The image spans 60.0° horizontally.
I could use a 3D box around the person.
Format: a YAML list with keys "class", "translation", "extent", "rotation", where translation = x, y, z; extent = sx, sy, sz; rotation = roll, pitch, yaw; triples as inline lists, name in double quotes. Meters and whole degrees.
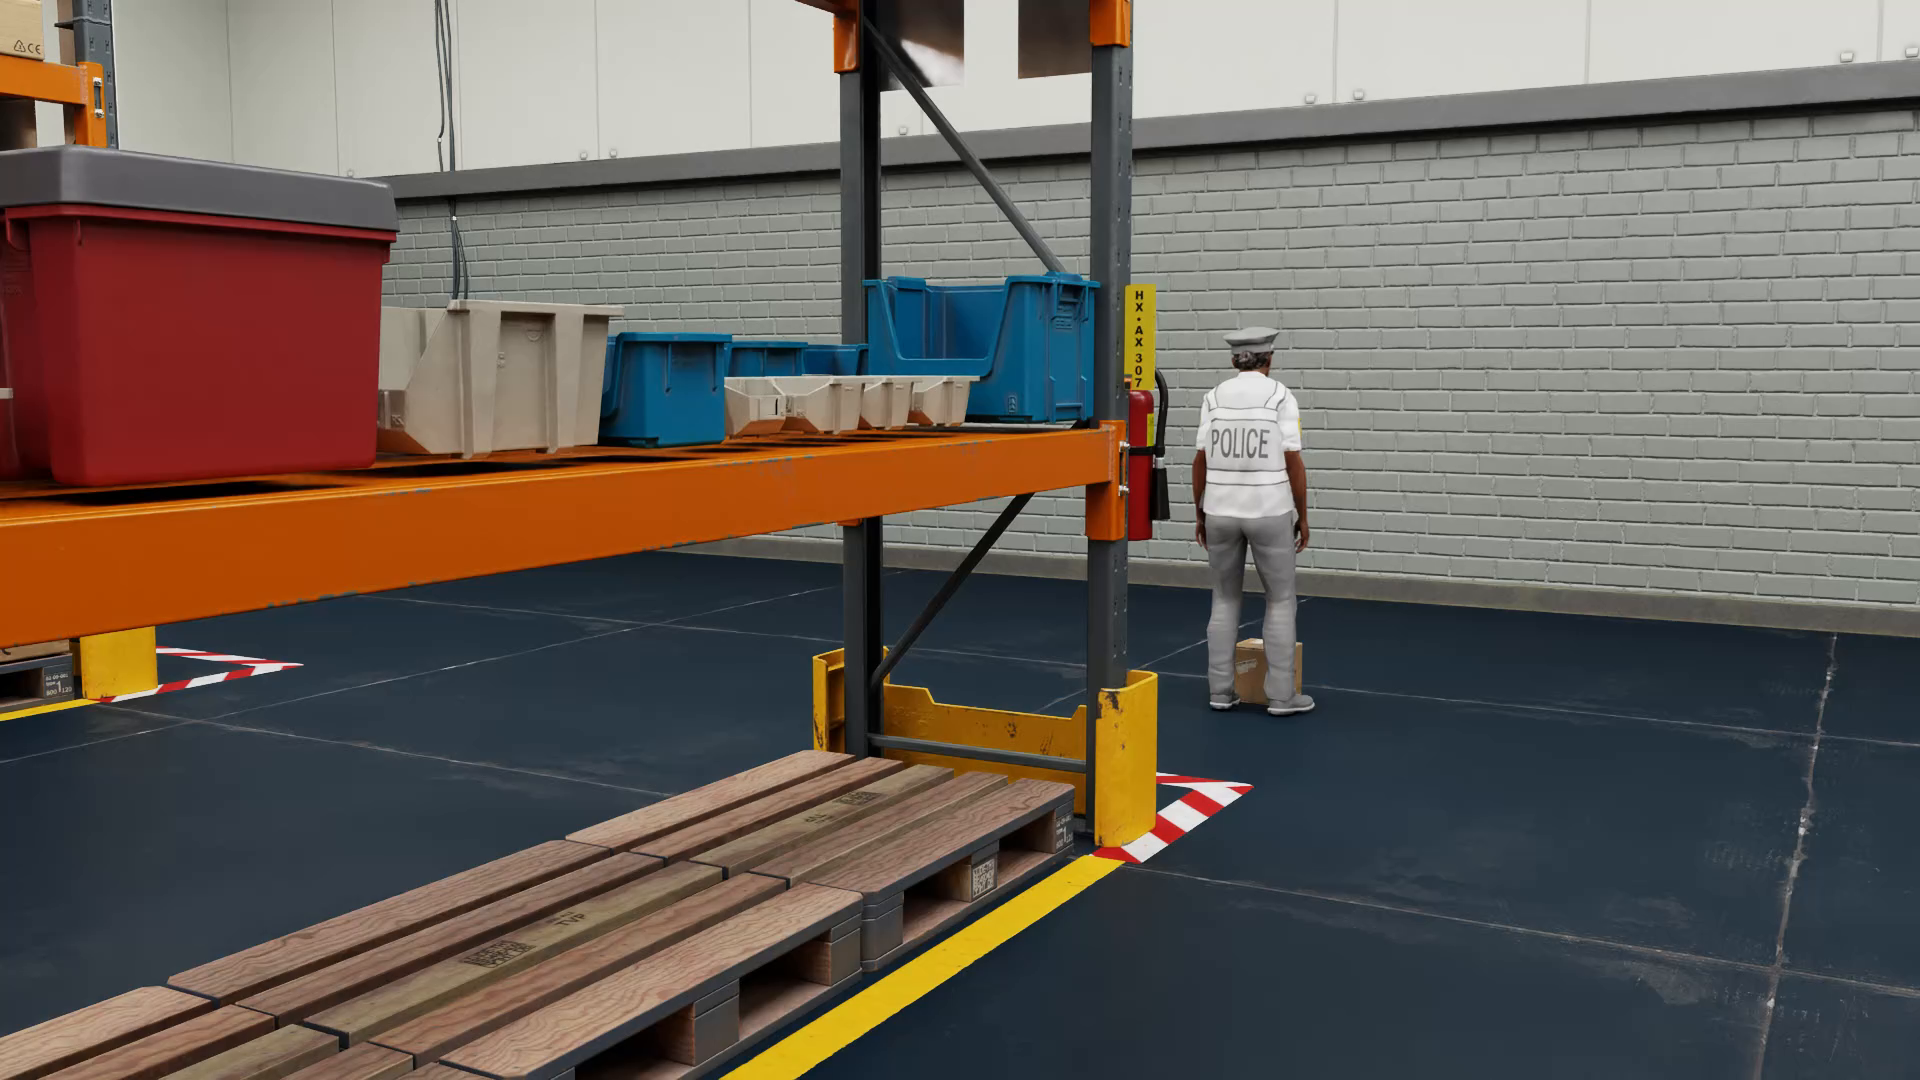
- class: "person"
  translation: [1.263, -0.088, 7.184]
  extent: [0.527, 1.662, 0.393]
  rotation: [3, 7, 26]
